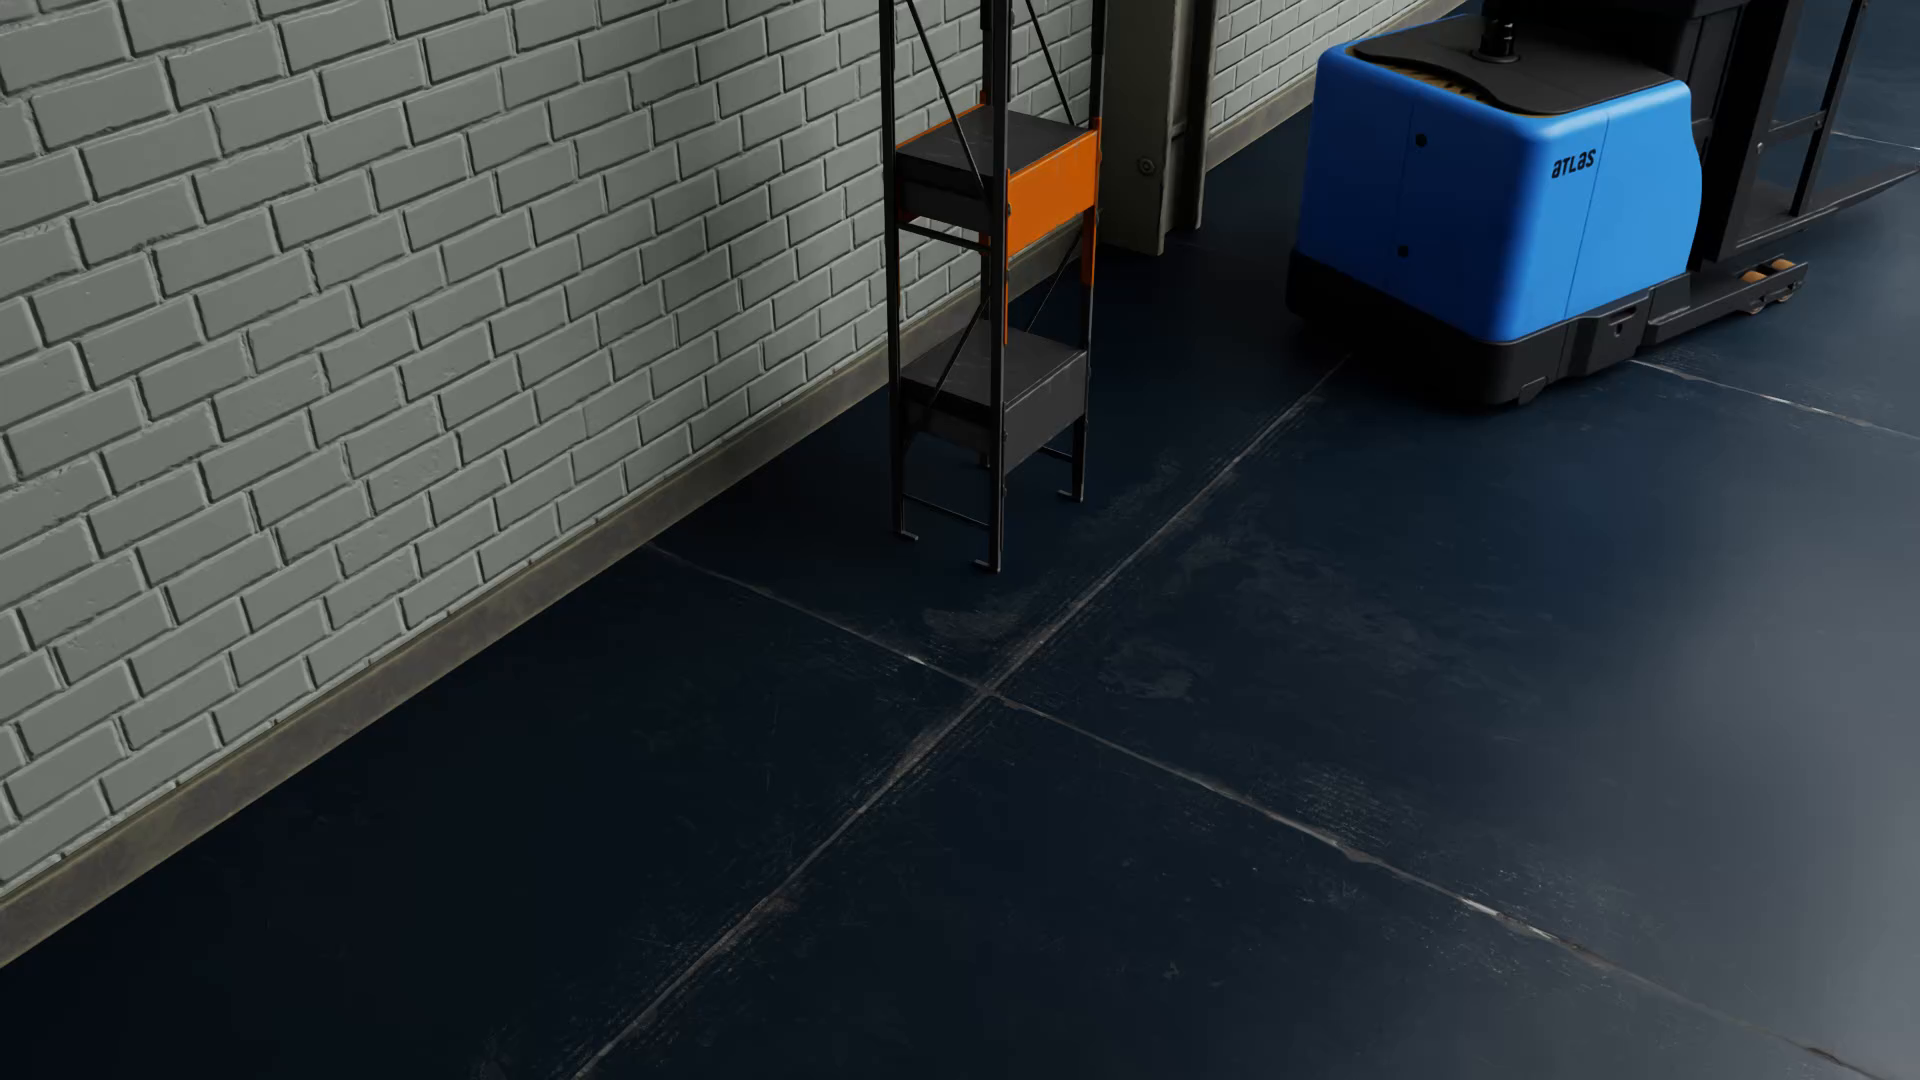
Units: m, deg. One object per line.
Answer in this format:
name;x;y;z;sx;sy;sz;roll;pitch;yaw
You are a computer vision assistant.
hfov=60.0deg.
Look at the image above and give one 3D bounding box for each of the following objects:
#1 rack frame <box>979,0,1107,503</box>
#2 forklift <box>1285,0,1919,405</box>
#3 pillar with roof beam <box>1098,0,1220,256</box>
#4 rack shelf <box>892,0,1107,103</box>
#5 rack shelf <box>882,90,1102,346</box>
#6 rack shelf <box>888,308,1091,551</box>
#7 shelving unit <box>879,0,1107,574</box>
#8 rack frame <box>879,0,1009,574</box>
rack frame;0.234;-1.058;4.940;0.400;2.100;0.015;21;39;28
forklift;2.765;-2.327;6.075;3.031;2.935;1.130;-21;39;-28
pillar with roof beam;4.356;-3.690;2.673;9.100;9.000;0.400;21;39;28
rack shelf;0.094;-1.515;4.390;0.431;0.518;0.480;21;39;28
rack shelf;0.094;-0.935;4.782;0.431;0.518;0.480;21;39;28
rack shelf;0.094;-0.355;5.174;0.431;0.518;0.480;21;39;28
shelving unit;0.094;-0.946;4.774;0.431;2.100;0.503;21;39;28
rack frame;-0.045;-0.834;4.608;0.400;2.100;0.015;21;39;28
